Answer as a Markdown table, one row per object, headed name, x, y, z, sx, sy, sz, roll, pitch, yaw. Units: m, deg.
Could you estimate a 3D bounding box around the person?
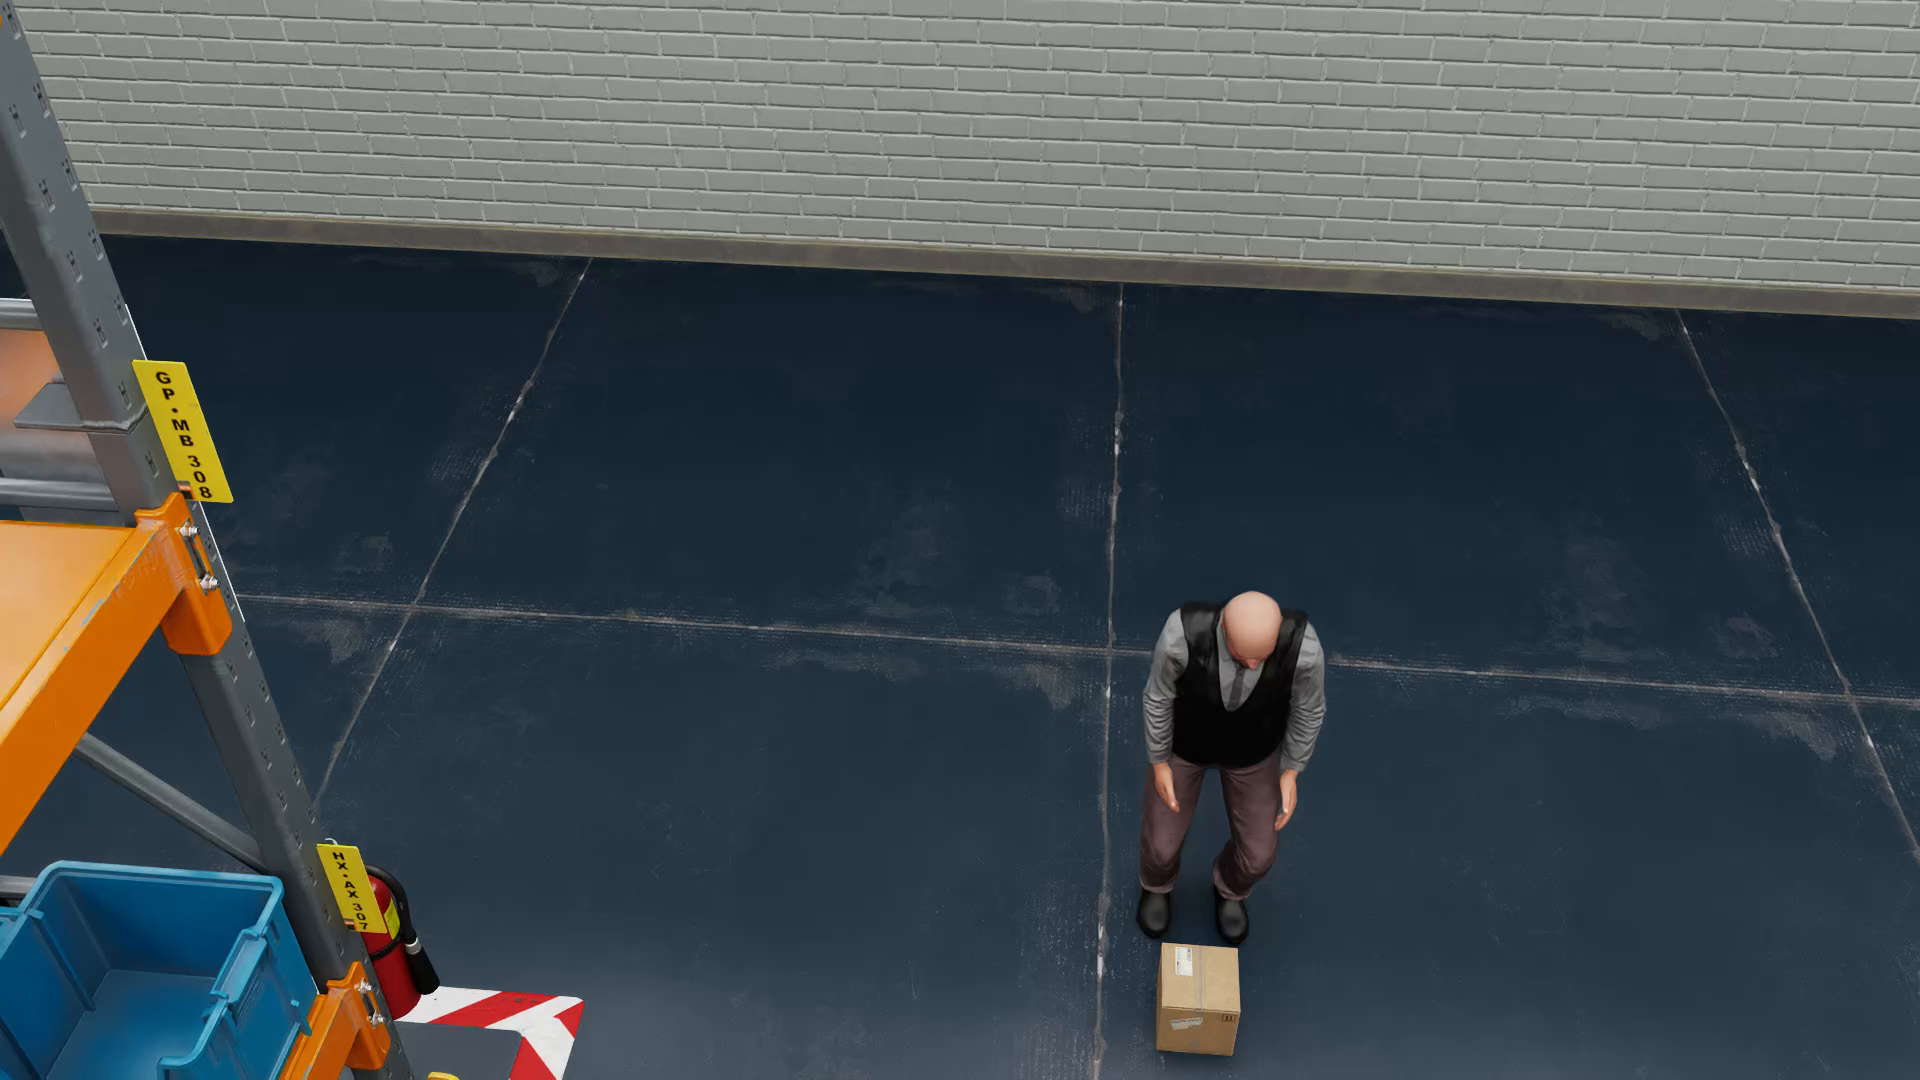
| name | x | y | z | sx | sy | sz | roll | pitch | yaw |
| --- | --- | --- | --- | --- | --- | --- | --- | --- | --- |
| person | 0.866 | 0.726 | 5.439 | 0.583 | 1.560 | 0.579 | 4 | 40 | 4 |
